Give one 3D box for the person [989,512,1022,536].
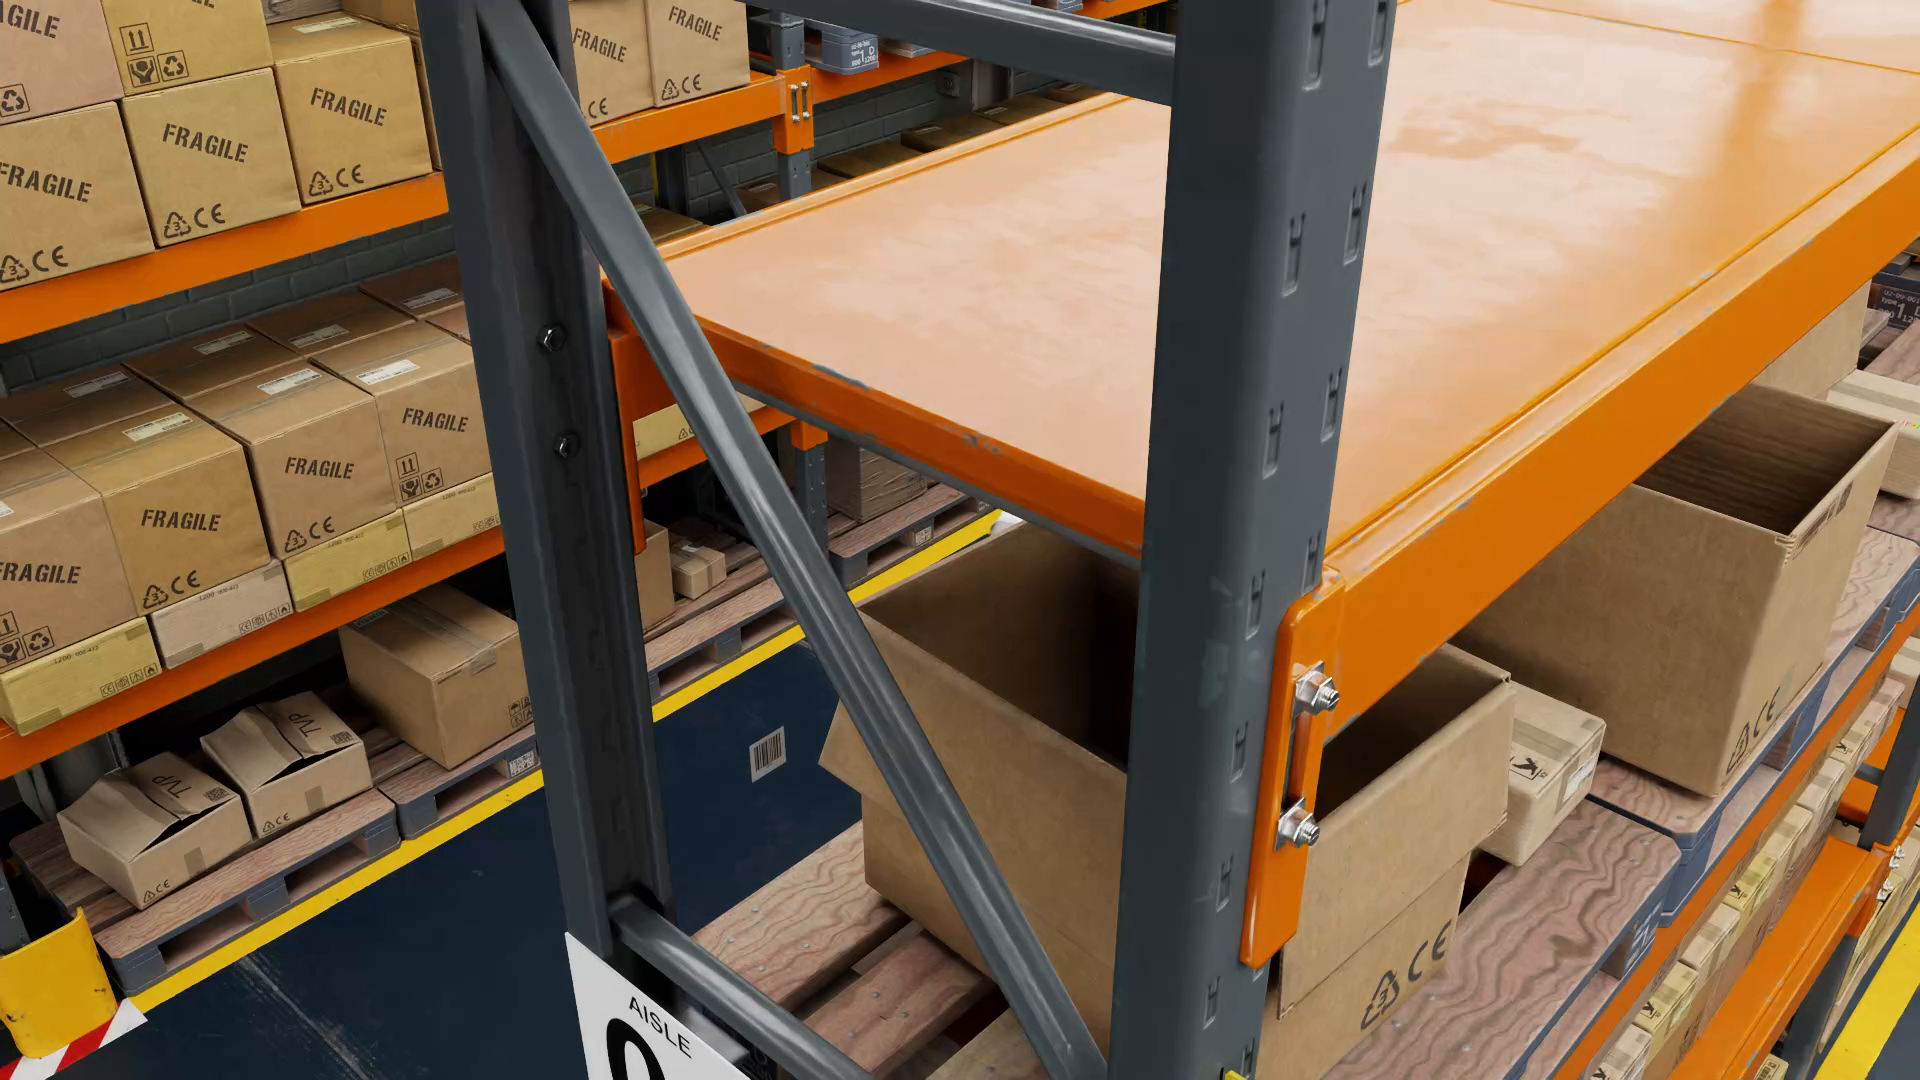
[{"bbox_3d":[0.372,0.397,6.951,0.589,1.793,0.600,-25,39,-35],"label":"person"}]
